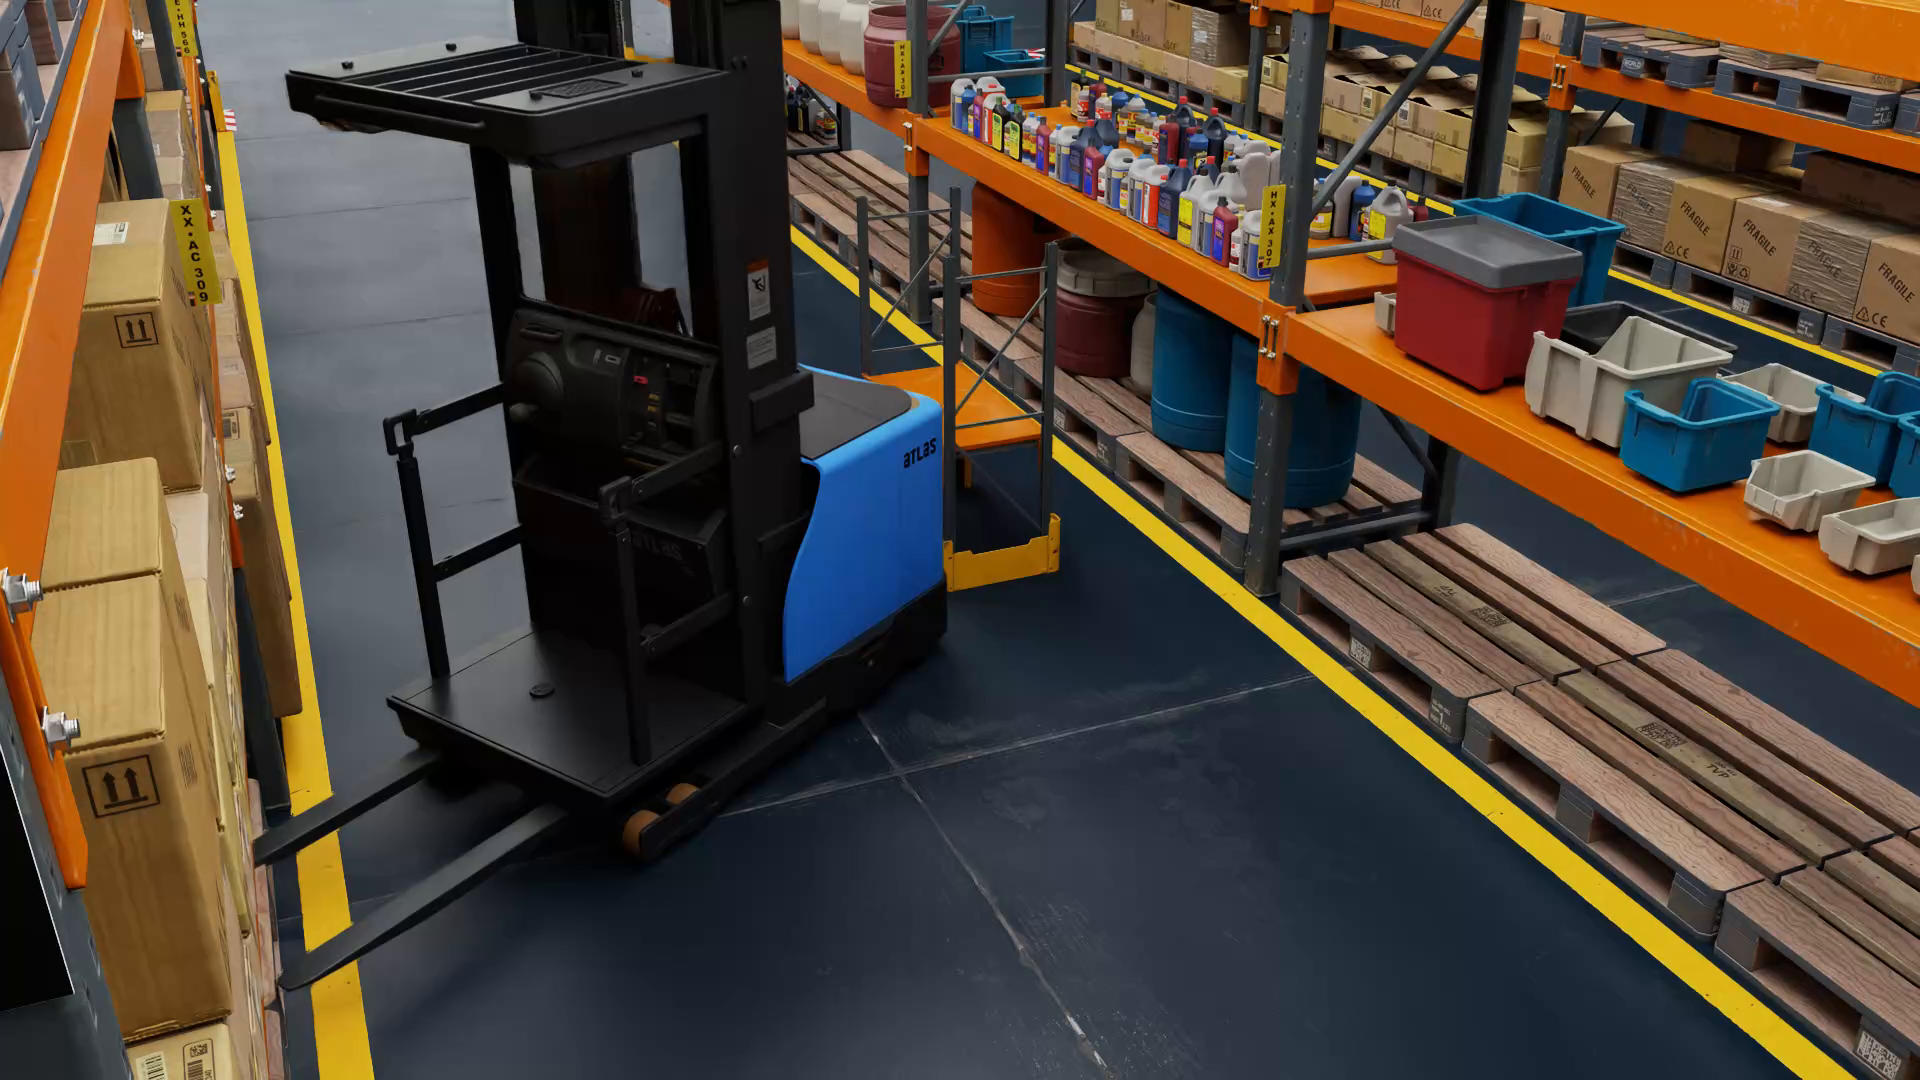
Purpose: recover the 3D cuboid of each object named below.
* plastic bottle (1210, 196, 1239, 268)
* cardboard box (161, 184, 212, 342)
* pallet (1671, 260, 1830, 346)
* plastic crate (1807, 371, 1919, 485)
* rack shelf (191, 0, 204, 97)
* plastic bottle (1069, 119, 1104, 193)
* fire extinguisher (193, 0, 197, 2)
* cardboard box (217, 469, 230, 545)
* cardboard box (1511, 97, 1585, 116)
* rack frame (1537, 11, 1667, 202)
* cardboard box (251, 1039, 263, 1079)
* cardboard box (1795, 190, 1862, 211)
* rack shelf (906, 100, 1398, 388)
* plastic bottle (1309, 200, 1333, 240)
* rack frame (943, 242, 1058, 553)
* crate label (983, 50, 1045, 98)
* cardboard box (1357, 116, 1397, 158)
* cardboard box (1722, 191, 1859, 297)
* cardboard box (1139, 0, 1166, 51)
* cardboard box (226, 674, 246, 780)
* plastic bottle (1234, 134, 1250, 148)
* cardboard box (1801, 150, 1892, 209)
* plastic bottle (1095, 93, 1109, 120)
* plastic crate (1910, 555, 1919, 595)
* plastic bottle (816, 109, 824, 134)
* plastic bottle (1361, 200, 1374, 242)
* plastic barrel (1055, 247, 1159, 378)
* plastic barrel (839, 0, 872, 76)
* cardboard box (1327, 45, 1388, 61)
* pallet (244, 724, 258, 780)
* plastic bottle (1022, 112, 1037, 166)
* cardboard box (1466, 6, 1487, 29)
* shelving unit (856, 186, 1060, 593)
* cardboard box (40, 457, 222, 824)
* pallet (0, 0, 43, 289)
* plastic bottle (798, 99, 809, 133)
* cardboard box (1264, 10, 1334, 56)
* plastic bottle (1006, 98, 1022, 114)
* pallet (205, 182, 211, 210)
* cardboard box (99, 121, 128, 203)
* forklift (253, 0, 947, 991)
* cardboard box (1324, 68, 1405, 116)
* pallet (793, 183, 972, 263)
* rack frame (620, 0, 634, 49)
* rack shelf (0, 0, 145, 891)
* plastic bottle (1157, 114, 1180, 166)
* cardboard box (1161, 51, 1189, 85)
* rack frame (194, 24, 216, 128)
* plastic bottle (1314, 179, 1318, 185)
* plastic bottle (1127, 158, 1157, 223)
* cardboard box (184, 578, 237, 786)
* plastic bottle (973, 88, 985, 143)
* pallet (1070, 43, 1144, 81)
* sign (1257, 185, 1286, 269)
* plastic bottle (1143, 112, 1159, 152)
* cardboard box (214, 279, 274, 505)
[{"bbox_3d":[1.147,-1.336,7.200,0.061,0.283,0.133,-11,28,-21],"label":"plastic bottle"},{"bbox_3d":[-3.170,-1.026,6.320,0.500,0.500,0.500,-11,28,-22],"label":"cardboard box"},{"bbox_3d":[5.455,-1.611,10.808,1.003,0.211,1.213,-11,28,-21],"label":"pallet"},{"bbox_3d":[2.870,-0.345,5.160,0.416,0.233,0.300,-11,28,-21],"label":"plastic crate"},{"bbox_3d":[-6.743,-4.062,13.470,1.077,0.370,4.000,-11,28,-21],"label":"rack shelf"},{"bbox_3d":[0.638,-1.936,8.353,0.144,0.351,0.185,-11,28,-21],"label":"plastic bottle"},{"bbox_3d":[-7.147,-5.283,15.240,0.296,0.674,0.183,-11,28,-21],"label":"fire extinguisher"},{"bbox_3d":[-2.304,-0.064,4.749,0.380,0.149,0.250,-10,28,-20],"label":"cardboard box"},{"bbox_3d":[4.575,-3.341,13.190,0.500,0.311,0.500,-11,28,-22],"label":"cardboard box"},{"bbox_3d":[4.724,-3.663,11.834,1.000,3.000,0.127,-11,28,-21],"label":"rack frame"},{"bbox_3d":[-1.298,0.973,2.625,0.380,0.149,0.250,-11,28,-22],"label":"cardboard box"},{"bbox_3d":[5.719,-1.981,10.736,0.500,0.500,0.500,-12,28,-23],"label":"cardboard box"},{"bbox_3d":[0.948,-1.683,8.598,1.077,0.370,4.000,-11,28,-21],"label":"rack shelf"},{"bbox_3d":[1.649,-1.481,7.591,0.097,0.201,0.097,0,26,0],"label":"plastic bottle"},{"bbox_3d":[0.166,-0.503,7.071,0.500,1.500,0.032,-11,28,-21],"label":"rack frame"},{"bbox_3d":[0.344,-2.973,10.611,0.303,0.233,0.416,-11,28,-21],"label":"crate label"},{"bbox_3d":[3.690,-3.405,13.961,0.500,0.250,0.500,-10,28,-20],"label":"cardboard box"},{"bbox_3d":[5.250,-1.881,10.532,0.500,0.500,0.500,-12,28,-22],"label":"cardboard box"},{"bbox_3d":[2.181,-5.322,17.033,0.500,0.500,0.500,-11,28,-21],"label":"cardboard box"},{"bbox_3d":[-1.803,0.453,3.689,0.380,0.149,0.250,-10,28,-20],"label":"cardboard box"},{"bbox_3d":[1.427,-1.912,8.395,0.097,0.271,0.097,0,26,0],"label":"plastic bottle"},{"bbox_3d":[5.736,-2.303,10.541,0.500,0.250,0.500,-11,28,-22],"label":"cardboard box"},{"bbox_3d":[0.834,-2.492,9.661,0.097,0.201,0.097,0,26,0],"label":"plastic bottle"},{"bbox_3d":[2.711,0.090,4.379,0.396,0.136,0.243,-11,28,-21],"label":"plastic crate"},{"bbox_3d":[-1.203,-3.655,14.505,0.097,0.201,0.097,0,26,0],"label":"plastic bottle"},{"bbox_3d":[1.866,-1.428,7.483,0.097,0.201,0.097,0,26,0],"label":"plastic bottle"},{"bbox_3d":[0.814,-1.268,9.199,0.600,0.588,0.708,-11,28,-21],"label":"plastic barrel"},{"bbox_3d":[-0.600,-3.413,11.193,0.421,0.512,0.421,0,26,0],"label":"plastic barrel"},{"bbox_3d":[3.580,-4.369,15.296,0.500,0.311,0.500,-11,28,-21],"label":"cardboard box"},{"bbox_3d":[-3.198,0.607,6.267,1.003,0.211,1.213,-11,28,-21],"label":"pallet"},{"bbox_3d":[0.381,-2.140,8.862,0.097,0.271,0.097,0,26,0],"label":"plastic bottle"},{"bbox_3d":[4.172,-4.056,12.924,0.380,0.149,0.250,-8,27,-17],"label":"cardboard box"},{"bbox_3d":[-0.030,-0.705,7.484,0.587,1.500,1.083,-11,28,-21],"label":"shelving unit"},{"bbox_3d":[-1.604,0.213,2.871,0.500,0.500,0.500,-11,28,-22],"label":"cardboard box"},{"bbox_3d":[-1.560,-0.339,1.708,1.003,0.211,1.213,-11,28,-21],"label":"pallet"},{"bbox_3d":[-1.373,-3.717,14.539,0.061,0.283,0.133,-11,28,-21],"label":"plastic bottle"},{"bbox_3d":[3.264,-4.809,15.982,0.500,0.500,0.500,-11,28,-21],"label":"cardboard box"},{"bbox_3d":[0.294,-2.298,9.184,0.097,0.271,0.097,0,26,0],"label":"plastic bottle"},{"bbox_3d":[-6.255,-2.590,12.813,1.003,0.211,1.213,-11,28,-21],"label":"pallet"},{"bbox_3d":[-3.084,-1.100,5.327,0.797,0.503,0.637,-11,28,-22],"label":"cardboard box"},{"bbox_3d":[-1.299,-0.485,5.403,1.130,2.935,3.031,17,31,31],"label":"forklift"},{"bbox_3d":[3.485,-3.862,14.257,0.500,0.311,0.500,-12,28,-22],"label":"cardboard box"},{"bbox_3d":[-0.577,-2.372,12.367,1.003,0.211,1.213,-11,28,-21],"label":"pallet"},{"bbox_3d":[-2.968,-6.043,16.709,1.000,3.000,0.127,-11,28,-21],"label":"rack frame"},{"bbox_3d":[-2.043,-0.565,2.890,1.077,0.370,4.000,-11,28,-21],"label":"rack shelf"},{"bbox_3d":[1.103,-2.111,8.787,0.061,0.283,0.133,-11,28,-21],"label":"plastic bottle"},{"bbox_3d":[2.378,-4.784,16.784,0.500,0.250,0.500,-11,28,-21],"label":"cardboard box"},{"bbox_3d":[-7.526,-5.192,14.966,1.000,3.000,0.127,-11,28,-21],"label":"rack frame"},{"bbox_3d":[1.660,-1.640,7.916,0.097,0.201,0.097,0,26,0],"label":"plastic bottle"},{"bbox_3d":[0.886,-1.652,7.857,0.152,0.276,0.135,-11,28,-21],"label":"plastic bottle"},{"bbox_3d":[-1.812,0.338,3.470,0.500,0.250,0.500,-11,28,-22],"label":"cardboard box"},{"bbox_3d":[0.123,-2.391,9.360,0.061,0.283,0.133,-11,28,-21],"label":"plastic bottle"},{"bbox_3d":[1.929,-5.338,18.443,1.003,0.211,1.213,-11,28,-21],"label":"pallet"},{"bbox_3d":[1.224,-1.230,6.534,0.100,0.325,0.005,-11,28,-21],"label":"sign"},{"bbox_3d":[1.063,-2.256,9.178,0.097,0.201,0.097,0,26,0],"label":"plastic bottle"},{"bbox_3d":[-3.800,-0.553,7.408,1.225,0.875,0.875,-10,28,-20],"label":"cardboard box"}]
